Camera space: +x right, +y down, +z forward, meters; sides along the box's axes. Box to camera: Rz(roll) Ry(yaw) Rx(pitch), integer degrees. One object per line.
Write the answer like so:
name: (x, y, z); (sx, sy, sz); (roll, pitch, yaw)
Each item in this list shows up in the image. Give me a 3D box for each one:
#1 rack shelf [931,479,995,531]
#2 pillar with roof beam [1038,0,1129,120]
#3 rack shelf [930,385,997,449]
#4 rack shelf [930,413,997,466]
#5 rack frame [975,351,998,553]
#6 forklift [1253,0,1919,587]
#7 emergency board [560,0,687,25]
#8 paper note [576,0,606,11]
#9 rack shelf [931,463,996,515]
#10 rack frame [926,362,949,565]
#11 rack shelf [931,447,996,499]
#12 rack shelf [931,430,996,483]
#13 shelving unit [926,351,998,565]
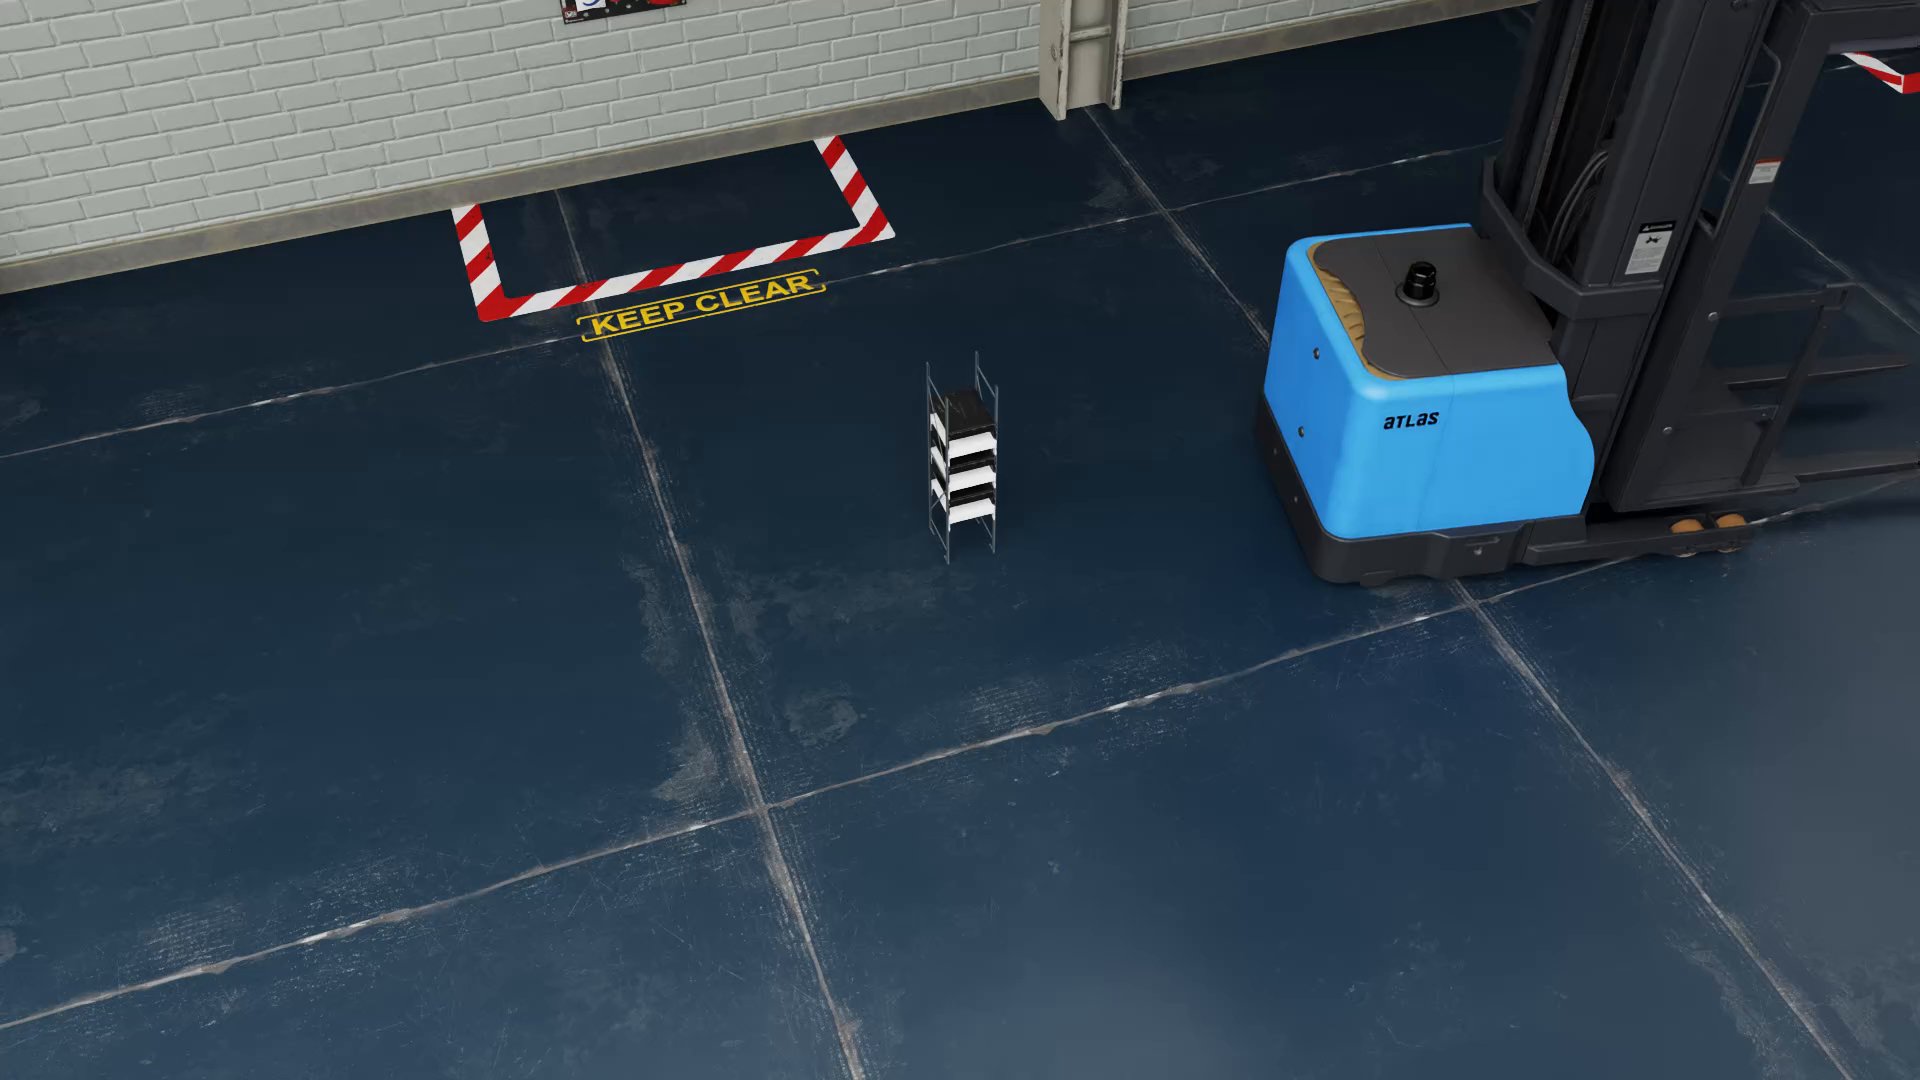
rack shelf: (0.008, -0.169, 6.894); (0.200, 0.077, 0.258); (-14, 47, -14)
pillar with roof beam: (2.146, -2.838, 3.535); (0.400, 9.000, 9.100); (-14, 47, -14)
rack shelf: (0.008, -0.487, 6.575); (0.200, 0.077, 0.258); (-14, 47, -14)
rack shelf: (0.008, -0.423, 6.639); (0.200, 0.077, 0.258); (-14, 47, -14)
rack frame: (0.103, -0.344, 6.767); (0.006, 0.900, 0.240); (-14, 47, -14)
forklift: (2.876, -1.328, 6.313); (3.031, 2.935, 1.130); (-6, 45, -6)
emergency board: (-1.653, -3.019, 7.951); (0.643, 1.169, 0.194); (-14, 47, -14)
paper note: (-1.843, -2.712, 8.266); (0.142, 0.148, 0.016); (-14, 47, -14)
rack shelf: (0.008, -0.233, 6.830); (0.200, 0.077, 0.258); (-14, 47, -14)
rack frame: (-0.088, -0.295, 6.718); (0.006, 0.900, 0.240); (-14, 47, -14)
rack shelf: (0.008, -0.296, 6.766); (0.200, 0.077, 0.258); (-14, 47, -14)
rack shelf: (0.008, -0.360, 6.702); (0.200, 0.077, 0.258); (-14, 47, -14)
shelving unit: (0.008, -0.320, 6.743); (0.210, 0.900, 0.258); (-14, 47, -14)
